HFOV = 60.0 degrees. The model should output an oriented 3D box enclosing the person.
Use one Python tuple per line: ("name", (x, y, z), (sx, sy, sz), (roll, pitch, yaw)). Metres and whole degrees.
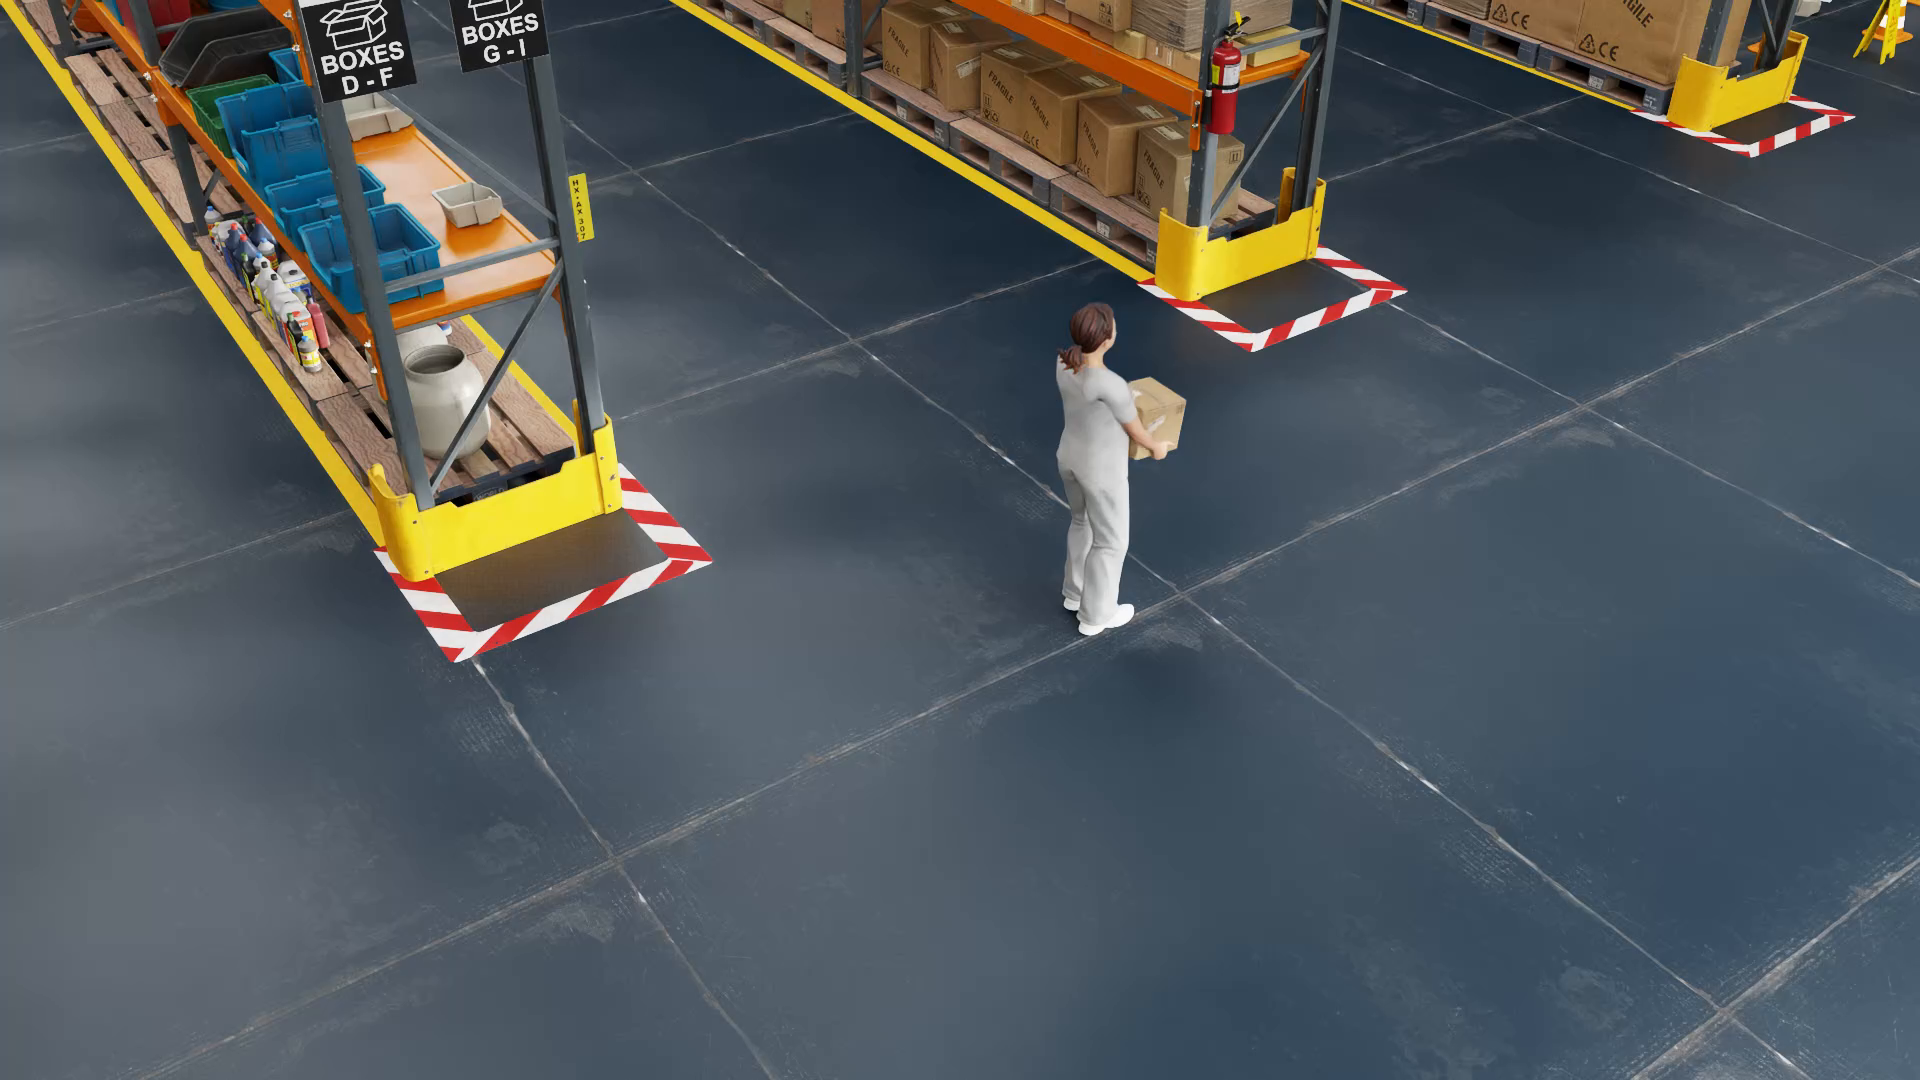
("person", (0.660, -0.345, 7.478), (0.545, 1.668, 0.431), (-23, 42, -28))
